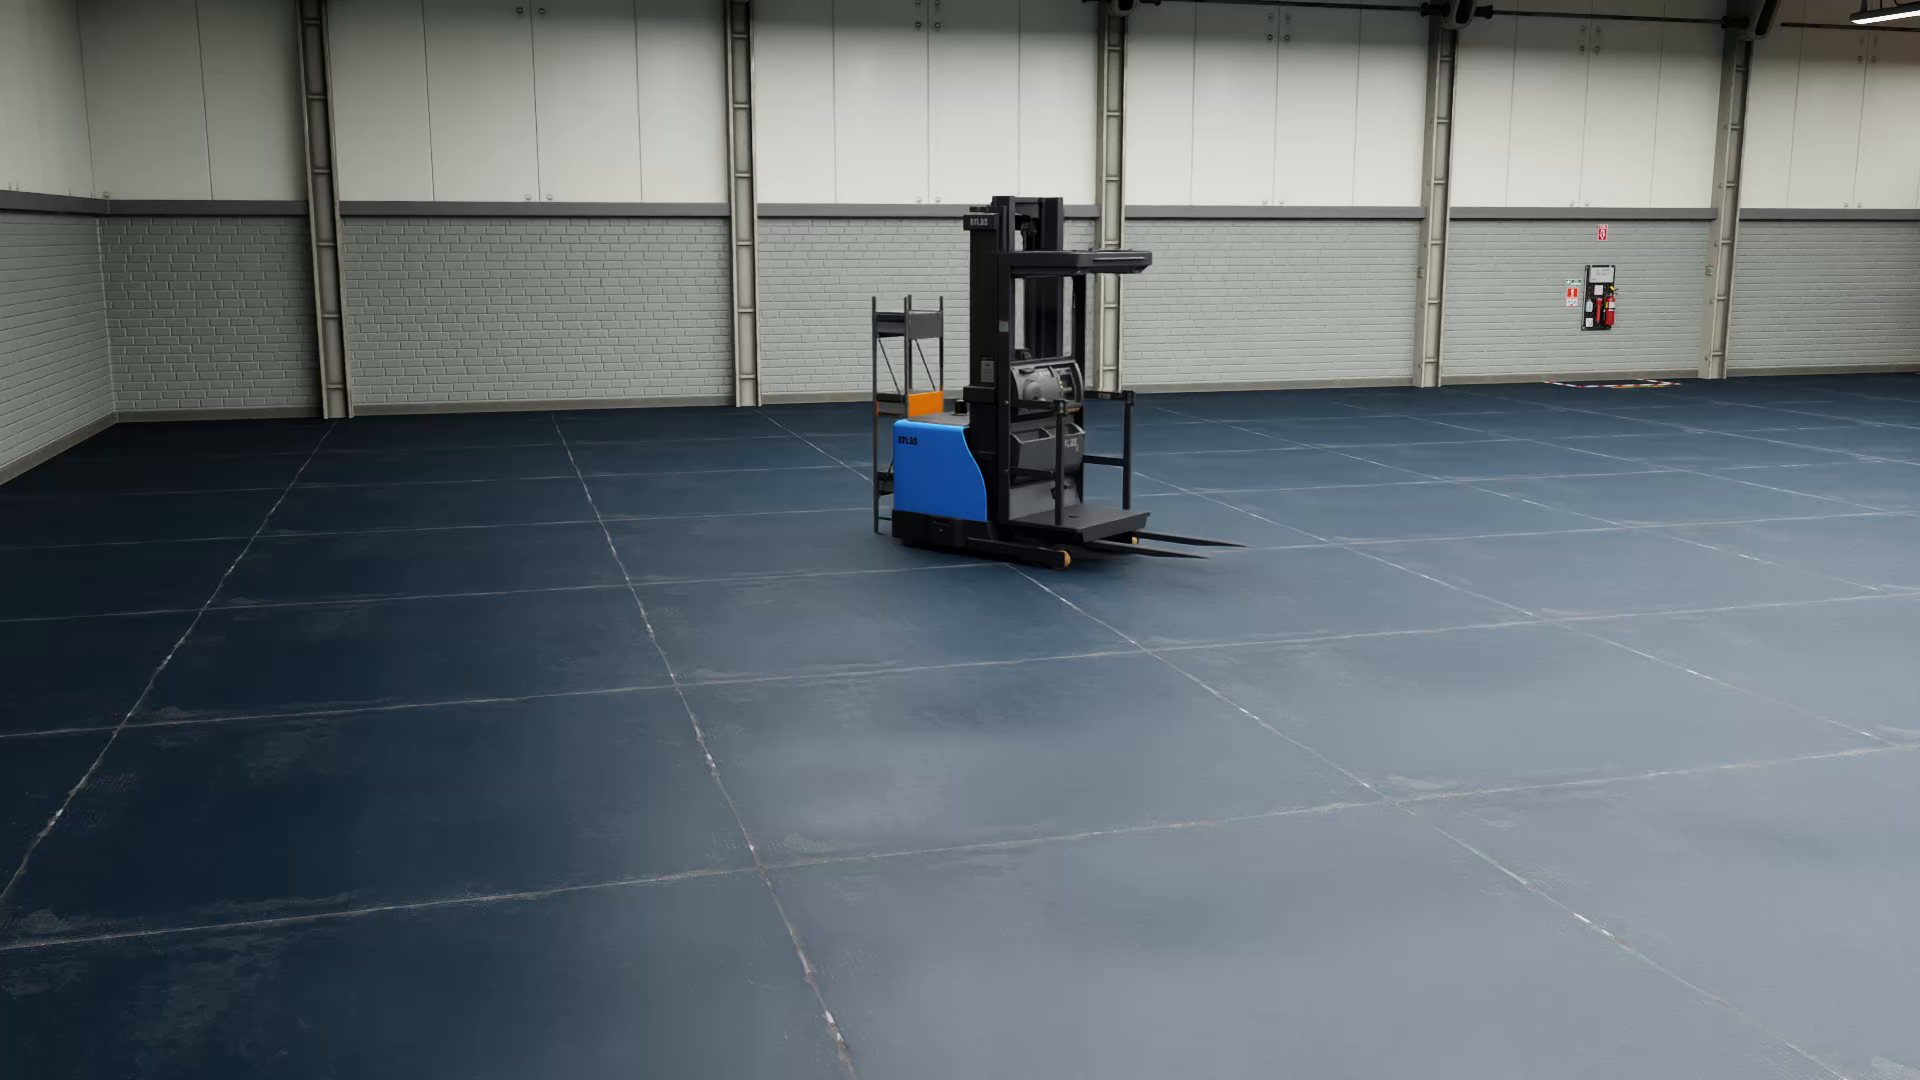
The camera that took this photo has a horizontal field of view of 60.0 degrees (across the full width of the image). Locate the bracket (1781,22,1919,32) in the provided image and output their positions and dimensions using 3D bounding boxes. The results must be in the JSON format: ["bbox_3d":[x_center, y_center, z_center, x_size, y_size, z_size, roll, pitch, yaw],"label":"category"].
[{"bbox_3d":[16.935,-9.297,30.251,4.783,0.066,0.076,-3,11,-16],"label":"bracket"}]

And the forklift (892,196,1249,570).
[{"bbox_3d":[0.885,-1.307,13.550,3.031,2.935,1.130,8,13,37],"label":"forklift"}]

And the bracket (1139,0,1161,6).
[{"bbox_3d":[2.939,-8.559,26.244,0.430,0.232,0.235,-3,11,-16],"label":"bracket"}]

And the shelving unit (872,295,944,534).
[{"bbox_3d":[-0.456,-1.105,14.750,0.431,2.100,0.503,8,13,37],"label":"shelving unit"}]

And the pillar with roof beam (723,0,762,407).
[{"bbox_3d":[-2.116,-5.778,21.077,0.548,9.000,9.100,-3,11,-16],"label":"pillar with roof beam"}]

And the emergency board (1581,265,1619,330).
[{"bbox_3d":[11.580,-4.368,29.989,0.643,1.169,0.194,-3,11,-16],"label":"emergency board"}]

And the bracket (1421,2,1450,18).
[{"bbox_3d":[7.903,-8.821,27.665,0.430,0.232,0.235,-3,11,-16],"label":"bracket"}]

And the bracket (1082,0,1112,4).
[{"bbox_3d":[2.142,-8.517,26.016,0.430,0.232,0.235,-3,11,-16],"label":"bracket"}]

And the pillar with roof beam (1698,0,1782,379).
[{"bbox_3d":[15.167,-6.689,26.024,0.548,9.000,9.100,-3,11,-16],"label":"pillar with roof beam"}]

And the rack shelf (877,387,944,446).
[{"bbox_3d":[-0.456,-1.092,14.752,0.431,0.518,0.480,8,13,37],"label":"rack shelf"}]

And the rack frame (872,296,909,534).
[{"bbox_3d":[-0.607,-1.070,14.561,0.400,2.100,0.015,8,13,37],"label":"rack frame"}]

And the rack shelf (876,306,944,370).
[{"bbox_3d":[-0.456,-1.780,14.625,0.431,0.518,0.480,8,13,37],"label":"rack shelf"}]

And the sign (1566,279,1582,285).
[{"bbox_3d":[11.027,-4.635,29.877,0.331,0.109,0.001,-3,11,-16],"label":"sign"}]

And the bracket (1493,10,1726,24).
[{"bbox_3d":[11.174,-8.993,28.601,4.783,0.066,0.076,-3,11,-16],"label":"bracket"}]

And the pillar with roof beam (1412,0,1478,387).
[{"bbox_3d":[9.406,-6.385,24.375,0.548,9.000,9.100,-3,11,-16],"label":"pillar with roof beam"}]

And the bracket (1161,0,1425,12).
[{"bbox_3d":[5.413,-8.690,26.952,4.783,0.066,0.076,-3,11,-16],"label":"bracket"}]

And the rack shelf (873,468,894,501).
[{"bbox_3d":[-0.456,-0.403,14.879,0.431,0.518,0.480,8,13,37],"label":"rack shelf"}]

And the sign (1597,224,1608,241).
[{"bbox_3d":[11.544,-5.525,29.871,0.199,0.298,0.001,-3,11,-16],"label":"sign"}]

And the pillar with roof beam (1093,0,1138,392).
[{"bbox_3d":[3.645,-6.081,22.726,0.548,9.000,9.100,-3,11,-16],"label":"pillar with roof beam"}]

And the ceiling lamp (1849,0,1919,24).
[{"bbox_3d":[13.933,-9.371,24.471,0.800,3.185,2.000,-3,11,-16],"label":"ceiling lamp"}]

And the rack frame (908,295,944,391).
[{"bbox_3d":[-0.305,-1.140,14.938,0.400,2.100,0.015,8,13,37],"label":"rack frame"}]

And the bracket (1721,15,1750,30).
[{"bbox_3d":[13.664,-9.125,29.314,0.430,0.232,0.235,-3,11,-16],"label":"bracket"}]

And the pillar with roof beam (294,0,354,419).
[{"bbox_3d":[-7.877,-5.474,19.427,0.400,9.000,9.100,-3,11,-16],"label":"pillar with roof beam"}]

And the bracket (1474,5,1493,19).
[{"bbox_3d":[8.700,-8.863,27.893,0.430,0.232,0.235,-3,11,-16],"label":"bracket"}]

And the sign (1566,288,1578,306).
[{"bbox_3d":[11.020,-4.376,29.932,0.234,0.329,0.001,-3,11,-16],"label":"sign"}]

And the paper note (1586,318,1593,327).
[{"bbox_3d":[11.391,-3.938,30.086,0.142,0.148,0.016,-3,11,-16],"label":"paper note"}]
